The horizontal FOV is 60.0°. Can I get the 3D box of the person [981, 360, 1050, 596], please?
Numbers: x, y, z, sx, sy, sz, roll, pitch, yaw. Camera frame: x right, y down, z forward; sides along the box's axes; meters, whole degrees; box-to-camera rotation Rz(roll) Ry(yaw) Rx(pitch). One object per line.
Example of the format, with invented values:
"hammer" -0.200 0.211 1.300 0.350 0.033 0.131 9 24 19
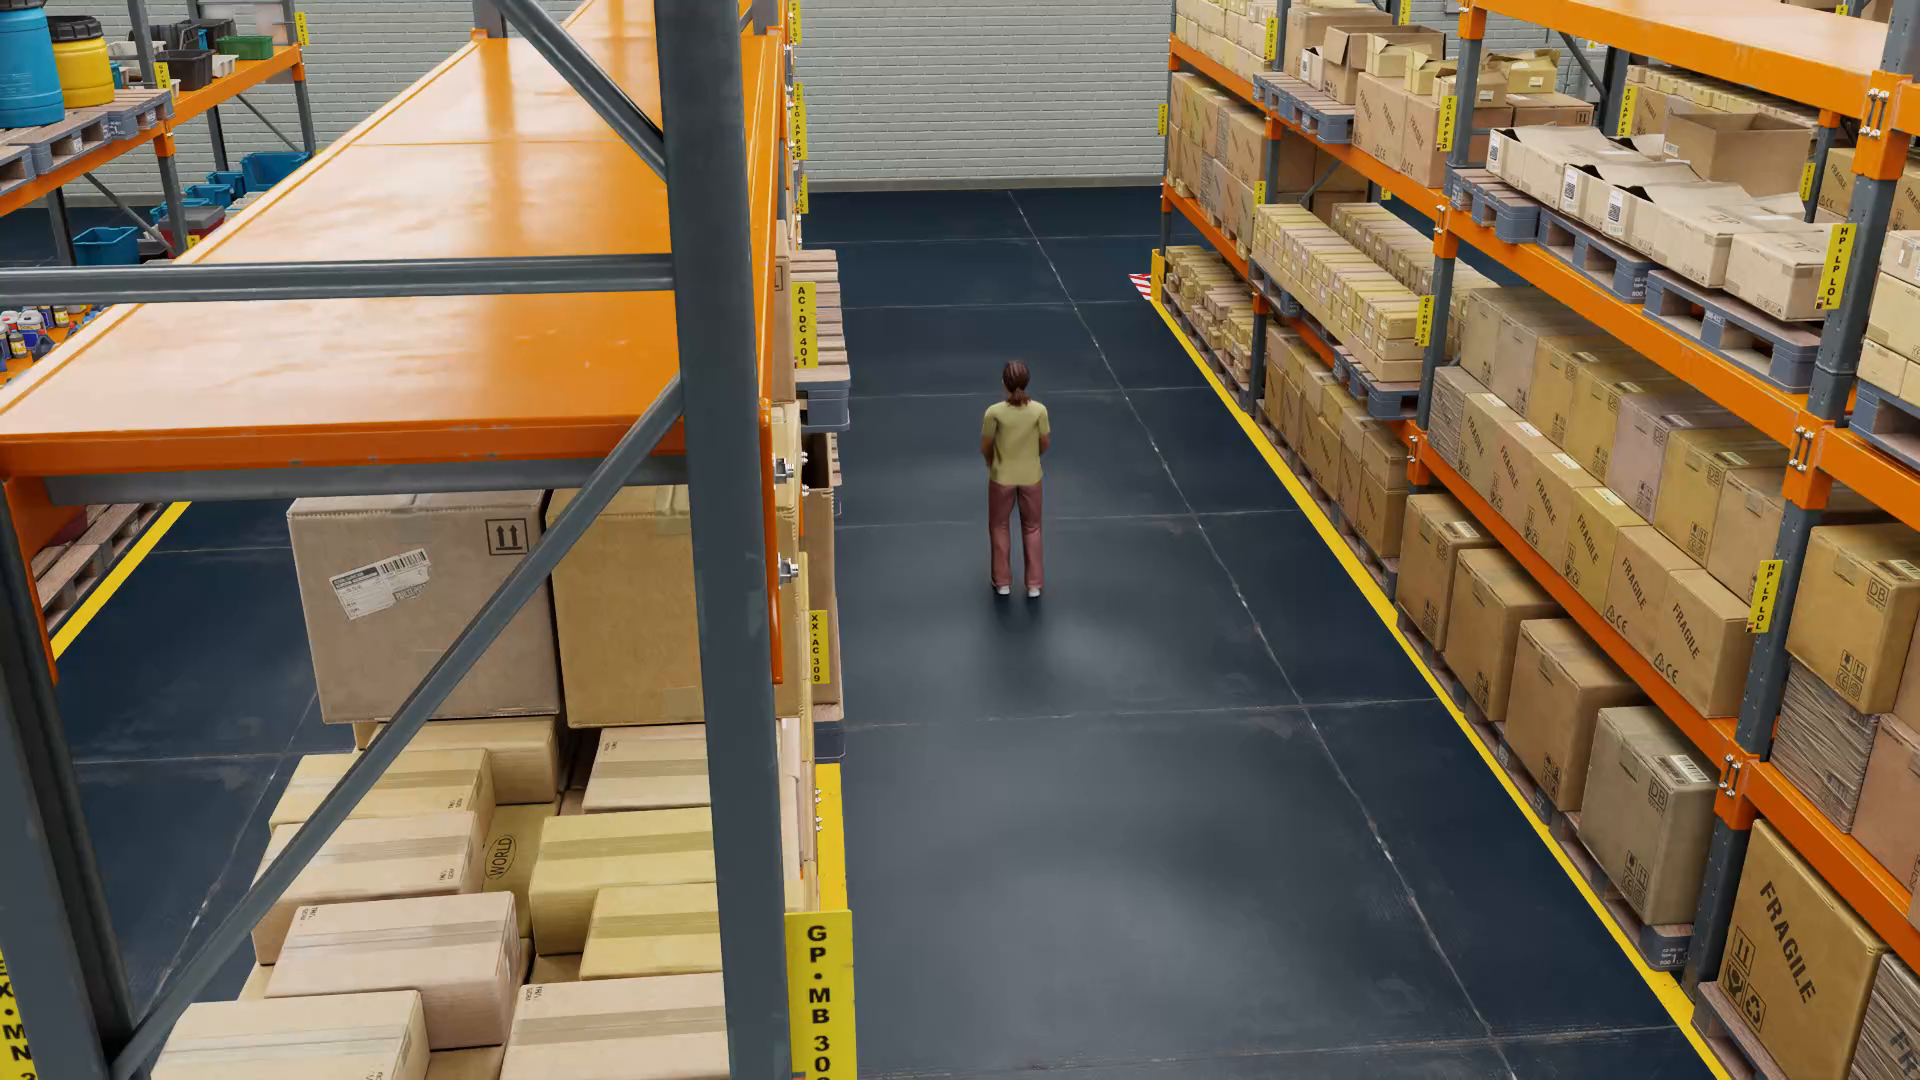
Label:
"person" 0.366 -0.421 11.262 0.466 1.675 0.452 -3 24 -6
